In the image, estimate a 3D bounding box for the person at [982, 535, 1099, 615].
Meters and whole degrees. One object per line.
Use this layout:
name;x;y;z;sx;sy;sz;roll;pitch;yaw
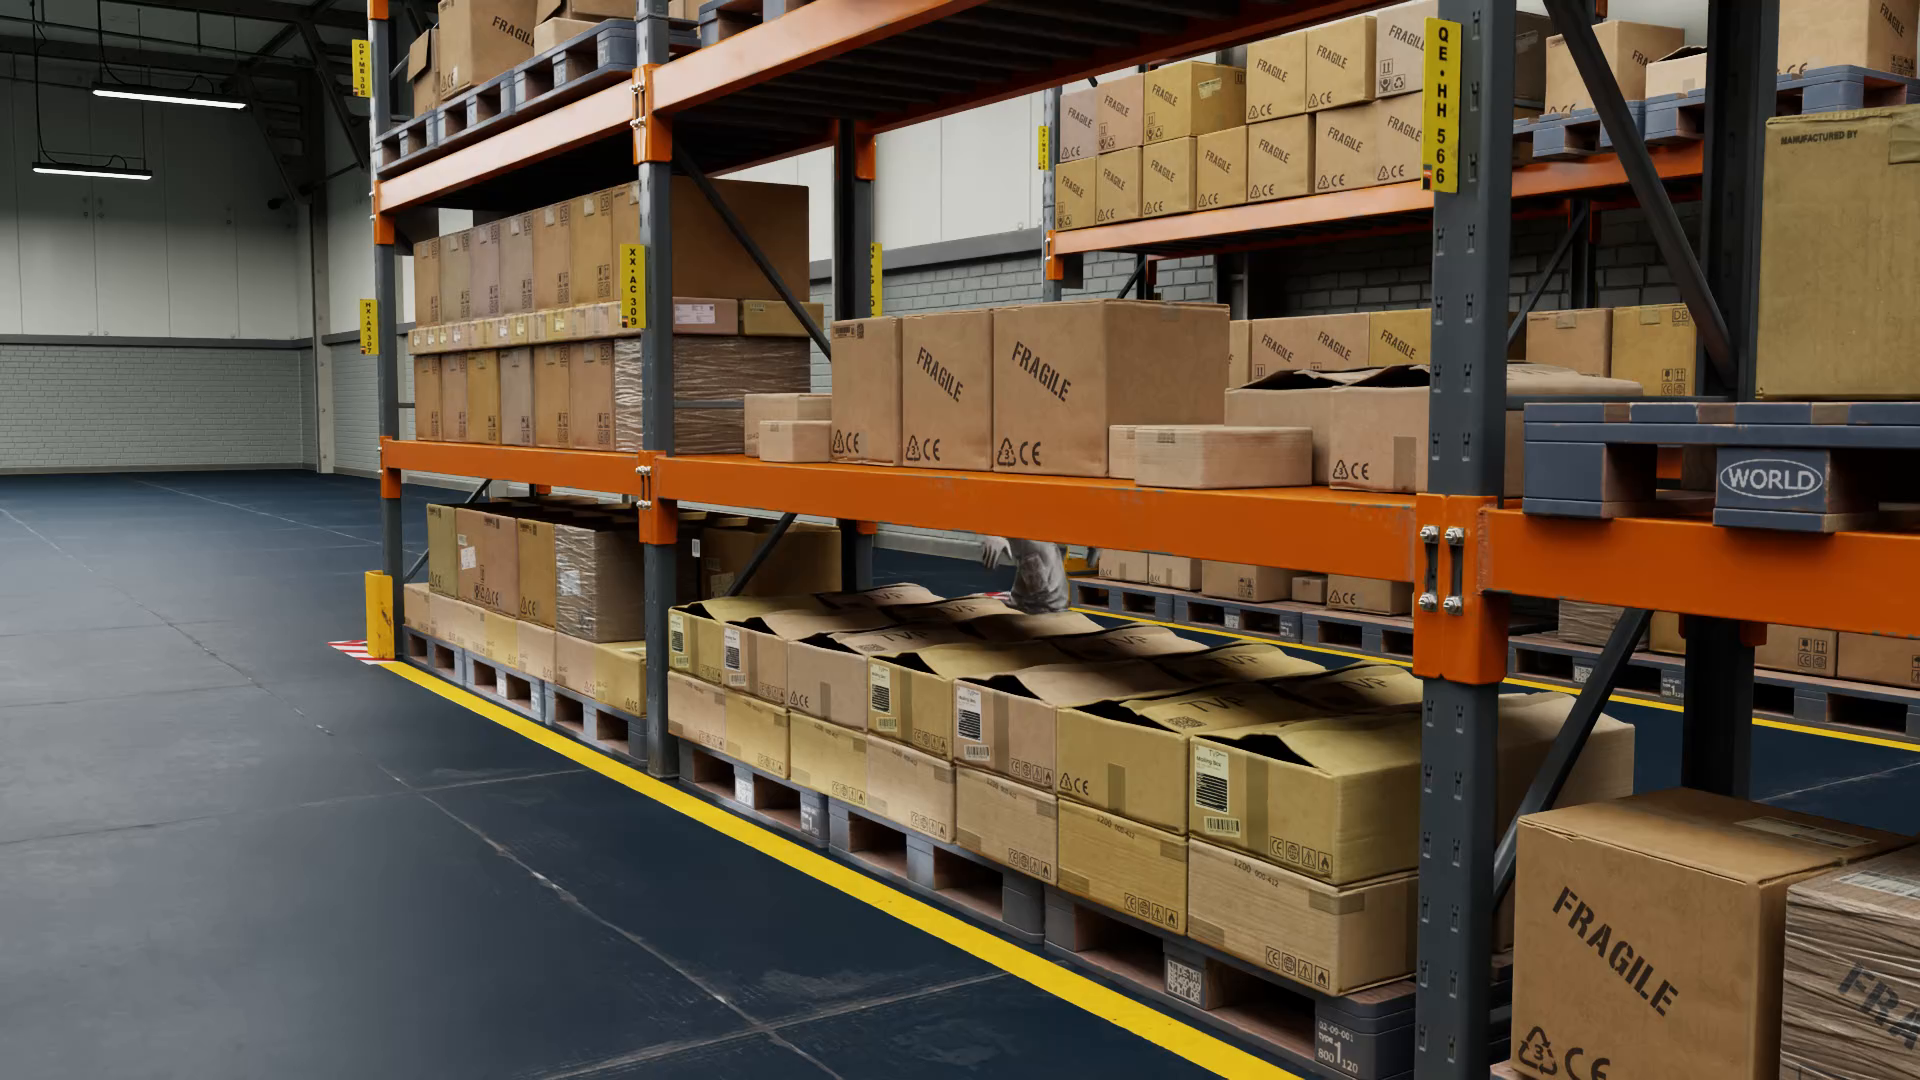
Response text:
person;0.452;-0.037;8.247;0.944;1.737;0.607;3;6;34
